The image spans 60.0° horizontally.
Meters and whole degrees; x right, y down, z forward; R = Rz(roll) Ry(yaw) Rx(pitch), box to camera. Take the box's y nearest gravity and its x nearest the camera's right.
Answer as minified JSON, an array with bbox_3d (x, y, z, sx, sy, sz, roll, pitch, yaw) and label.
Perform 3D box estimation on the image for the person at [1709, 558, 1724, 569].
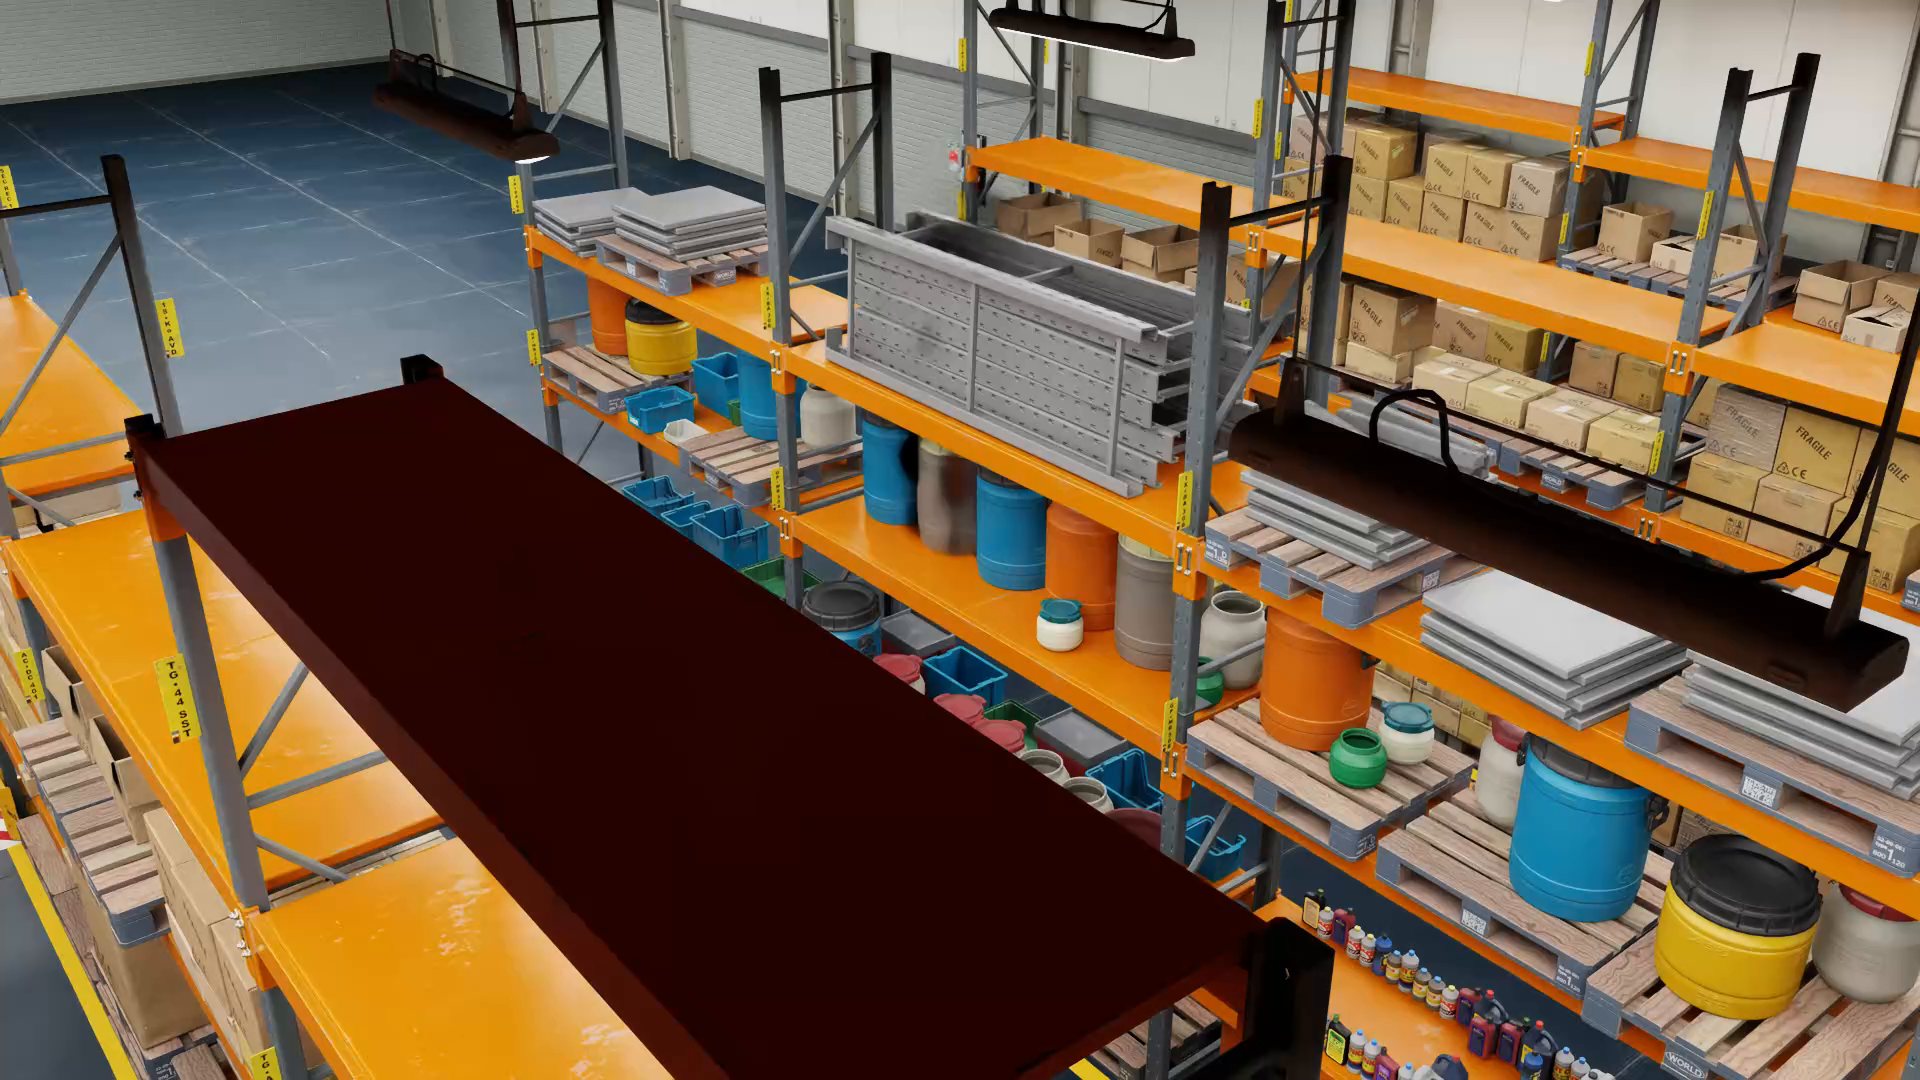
[{"bbox_3d":[6.436,0.859,14.661,0.508,1.601,0.667,-16,30,-30],"label":"person"}]
